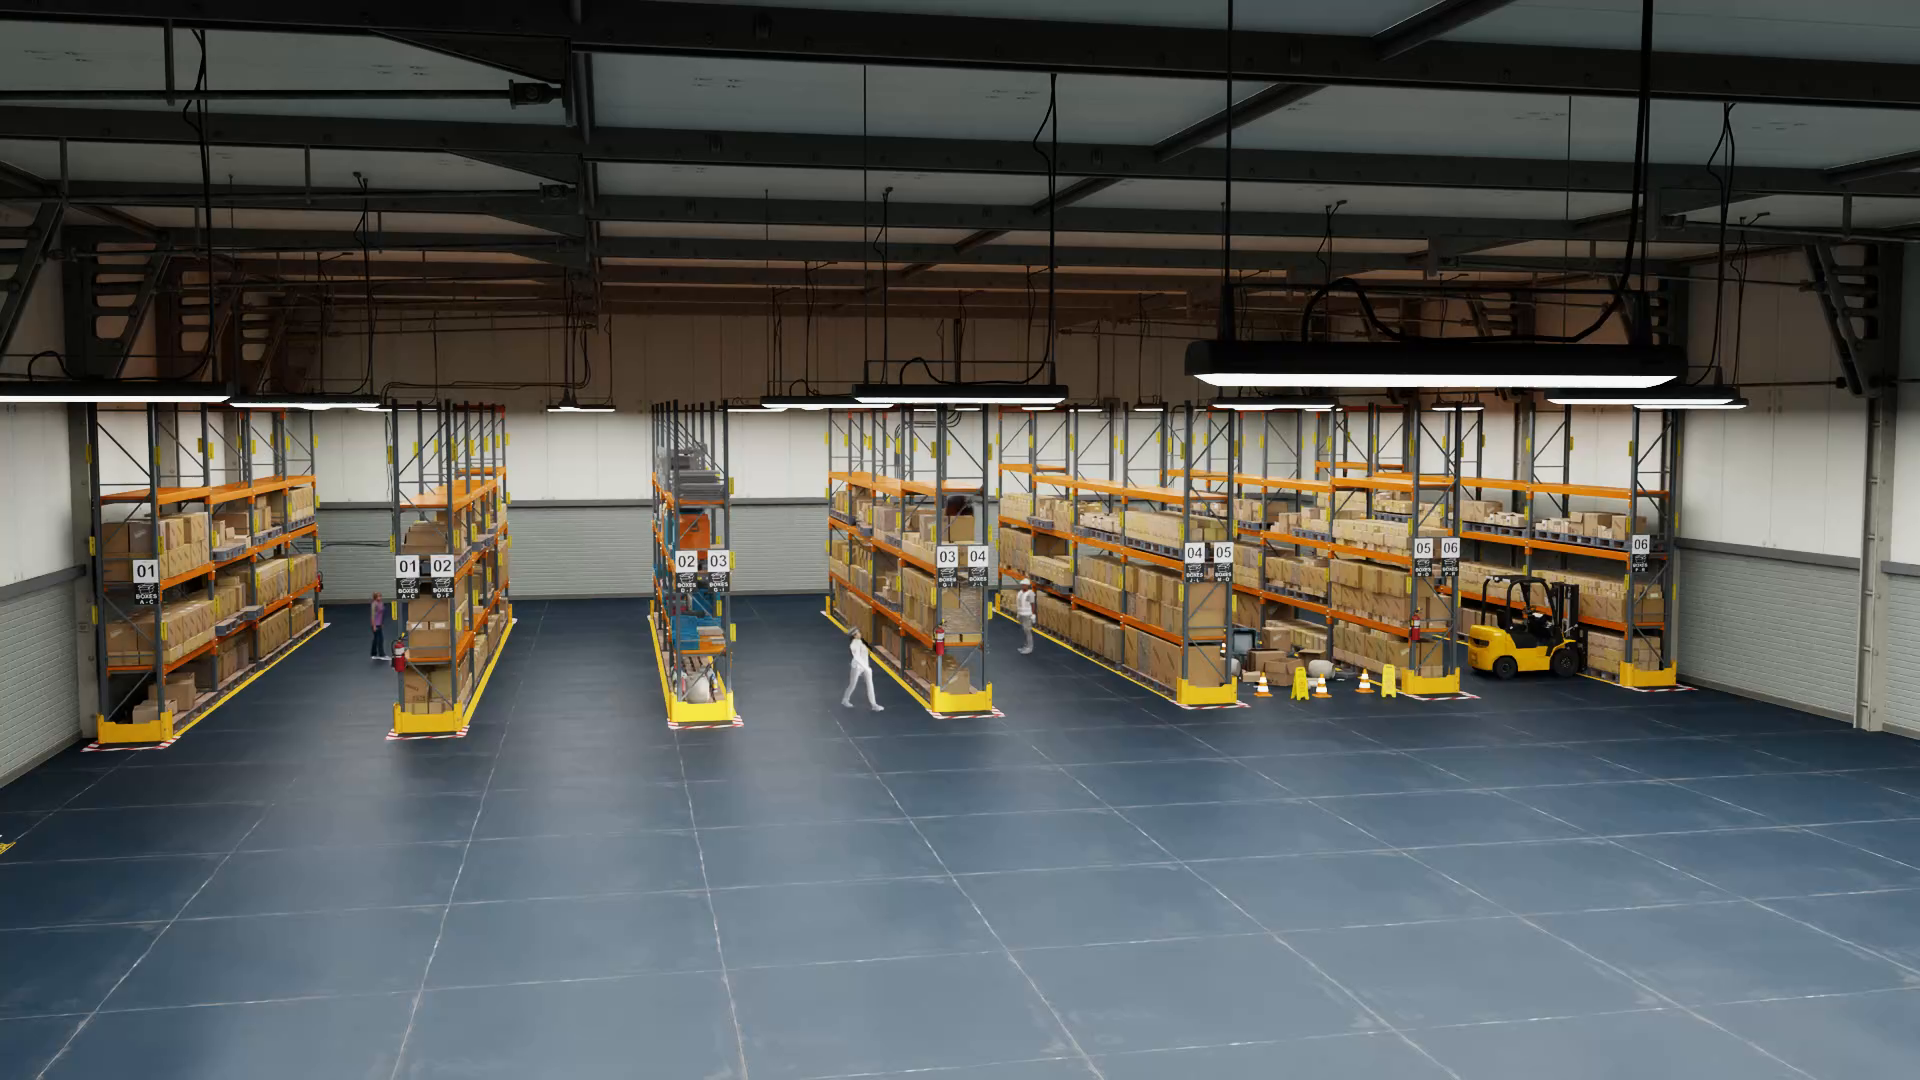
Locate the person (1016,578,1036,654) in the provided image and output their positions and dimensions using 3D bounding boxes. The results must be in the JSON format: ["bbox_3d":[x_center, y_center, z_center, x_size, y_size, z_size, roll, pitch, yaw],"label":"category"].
[{"bbox_3d":[1.557,1.815,39.936,0.367,1.790,0.642,-2,5,-28],"label":"person"}]

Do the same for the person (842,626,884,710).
[{"bbox_3d":[-1.921,2.468,32.159,0.445,1.629,1.015,-4,6,-43],"label":"person"}]

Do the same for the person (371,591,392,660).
[{"bbox_3d":[-13.529,1.996,38.888,0.526,1.596,0.452,0,4,-4],"label":"person"}]

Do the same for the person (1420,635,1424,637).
[{"bbox_3d":[10.578,2.009,38.305,0.356,1.695,0.508,1,4,15],"label":"person"}]
